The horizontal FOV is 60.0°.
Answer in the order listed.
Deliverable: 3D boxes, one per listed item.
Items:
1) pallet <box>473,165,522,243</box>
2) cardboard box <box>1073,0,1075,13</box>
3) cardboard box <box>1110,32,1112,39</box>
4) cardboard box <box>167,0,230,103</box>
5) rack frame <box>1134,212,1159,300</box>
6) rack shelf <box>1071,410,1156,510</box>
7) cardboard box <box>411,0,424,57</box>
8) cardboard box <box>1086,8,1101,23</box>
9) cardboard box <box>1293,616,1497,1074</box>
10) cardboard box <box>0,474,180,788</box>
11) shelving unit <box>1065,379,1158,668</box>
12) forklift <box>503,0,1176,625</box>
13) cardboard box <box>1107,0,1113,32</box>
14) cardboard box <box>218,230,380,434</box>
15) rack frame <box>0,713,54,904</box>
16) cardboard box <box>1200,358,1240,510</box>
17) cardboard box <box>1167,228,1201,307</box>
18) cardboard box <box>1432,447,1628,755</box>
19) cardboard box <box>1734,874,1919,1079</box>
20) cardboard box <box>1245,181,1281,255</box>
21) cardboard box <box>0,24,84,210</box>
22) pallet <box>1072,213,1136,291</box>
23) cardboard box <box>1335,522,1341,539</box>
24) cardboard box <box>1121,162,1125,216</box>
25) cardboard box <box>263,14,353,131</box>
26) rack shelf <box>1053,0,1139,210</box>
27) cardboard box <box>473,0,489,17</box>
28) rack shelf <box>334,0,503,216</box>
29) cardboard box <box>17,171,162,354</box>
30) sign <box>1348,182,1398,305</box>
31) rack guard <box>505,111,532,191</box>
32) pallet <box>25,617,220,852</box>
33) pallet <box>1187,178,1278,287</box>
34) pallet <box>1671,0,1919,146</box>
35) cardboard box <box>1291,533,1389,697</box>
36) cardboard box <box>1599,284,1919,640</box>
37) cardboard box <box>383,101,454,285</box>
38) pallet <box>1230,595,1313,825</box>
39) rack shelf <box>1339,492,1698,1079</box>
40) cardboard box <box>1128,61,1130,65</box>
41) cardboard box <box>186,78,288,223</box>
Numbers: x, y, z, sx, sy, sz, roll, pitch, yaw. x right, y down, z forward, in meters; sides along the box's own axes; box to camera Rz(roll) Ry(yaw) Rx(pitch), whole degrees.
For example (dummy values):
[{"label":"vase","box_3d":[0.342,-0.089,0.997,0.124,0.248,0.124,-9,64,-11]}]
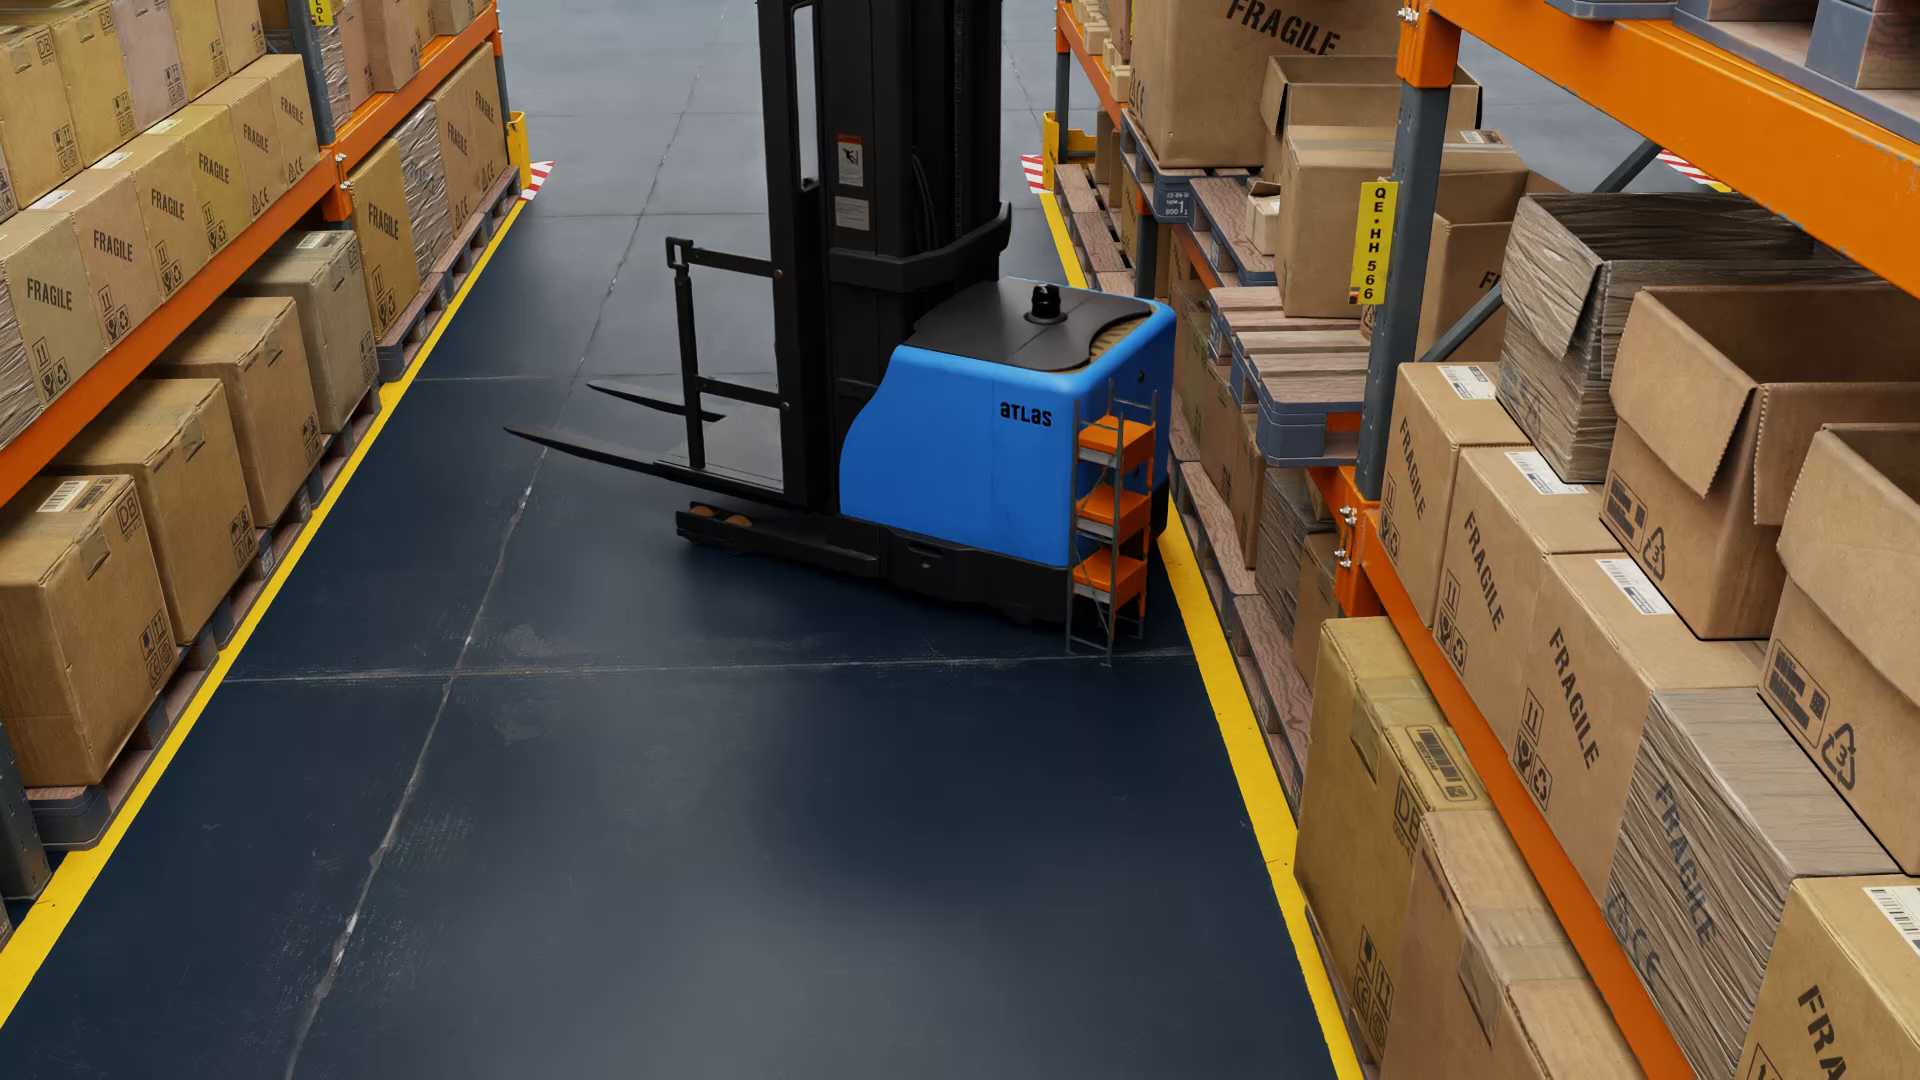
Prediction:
[{"label":"pallet","box_3d":[-3.641,-2.323,11.476,1.003,0.211,1.213,-1,28,-3]},{"label":"cardboard box","box_3d":[0.968,-3.635,11.248,0.380,0.149,0.250,-1,28,-3]},{"label":"cardboard box","box_3d":[1.101,-2.944,9.922,0.380,0.149,0.250,-1,28,-3]},{"label":"cardboard box","box_3d":[-3.492,-2.100,6.844,0.700,0.500,0.500,-2,28,-3]},{"label":"rack frame","box_3d":[1.406,-2.153,8.134,1.000,3.000,0.127,-1,28,-3]},{"label":"rack shelf","box_3d":[0.562,-0.296,6.092,0.215,0.259,0.240,18,32,30]},{"label":"cardboard box","box_3d":[-3.673,-3.064,9.719,0.875,0.550,0.500,-1,28,-3]},{"label":"cardboard box","box_3d":[1.006,-3.289,10.584,0.380,0.149,0.250,-1,28,-3]},{"label":"cardboard box","box_3d":[1.630,0.770,4.374,1.225,0.875,0.875,-3,28,-5]},{"label":"cardboard box","box_3d":[-3.285,0.296,5.418,1.050,0.750,0.750,-2,28,-3]},{"label":"shelving unit","box_3d":[0.561,-0.054,6.218,0.215,1.050,0.252,18,32,30]},{"label":"forklift","box_3d":[-0.649,-1.437,6.836,3.031,2.935,1.130,14,31,25]},{"label":"cardboard box","box_3d":[1.342,-3.230,9.770,0.875,0.500,0.500,-1,28,-3]},{"label":"cardboard box","box_3d":[-3.430,-0.984,7.871,1.050,0.750,0.750,-2,28,-3]},{"label":"rack frame","box_3d":[-3.343,-0.232,4.452,1.000,3.000,0.127,-1,28,-3]},{"label":"cardboard box","box_3d":[1.452,-0.476,7.147,0.700,0.500,0.500,-4,28,-7]},{"label":"cardboard box","box_3d":[1.425,-1.416,8.970,0.500,0.500,0.500,-2,28,-4]},{"label":"cardboard box","box_3d":[1.398,0.119,3.669,0.500,0.500,0.500,-2,28,-4]},{"label":"cardboard box","box_3d":[1.474,0.818,2.329,0.500,0.500,0.500,-2,28,-3]},{"label":"cardboard box","box_3d":[1.258,-1.196,5.990,0.396,0.266,0.258,-2,28,-4]},{"label":"cardboard box","box_3d":[-3.414,-1.398,5.497,0.700,0.500,0.500,-2,28,-3]},{"label":"pallet","box_3d":[1.269,-1.790,10.454,1.003,0.211,1.213,-1,28,-3]},{"label":"cardboard box","box_3d":[1.550,-0.033,5.487,0.500,0.250,0.500,0,28,-1]},{"label":"cardboard box","box_3d":[1.292,-2.224,10.520,0.500,0.500,0.500,1,28,2]},{"label":"cardboard box","box_3d":[-3.584,-2.316,8.285,0.875,0.550,0.550,-1,28,-3]},{"label":"rack shelf","box_3d":[1.302,-2.757,10.071,1.077,0.370,4.000,-1,28,-3]},{"label":"cardboard box","box_3d":[-3.697,-3.823,11.174,0.875,0.550,0.550,-1,28,-3]},{"label":"rack shelf","box_3d":[-3.657,-2.684,9.931,1.077,0.370,4.000,-1,28,-3]},{"label":"cardboard box","box_3d":[-3.153,-0.958,5.735,0.500,0.500,0.500,-1,28,-3]},{"label":"sign","box_3d":[1.074,-0.766,4.309,0.100,0.325,0.005,-1,28,-3]},{"label":"rack guard","box_3d":[-3.762,-2.829,12.134,1.175,0.500,0.348,-1,28,-3]},{"label":"pallet","box_3d":[-3.309,0.638,5.798,1.003,0.211,1.213,-1,28,-3]},{"label":"pallet","box_3d":[1.471,-1.133,6.387,1.003,0.211,1.213,-1,28,-3]},{"label":"pallet","box_3d":[1.763,-0.739,2.384,1.003,0.211,1.213,0,28,0]},{"label":"cardboard box","box_3d":[1.560,0.299,5.660,0.700,0.500,0.500,-3,28,-5]},{"label":"cardboard box","box_3d":[1.668,-0.155,3.111,0.797,0.503,0.637,-1,28,-1]},{"label":"cardboard box","box_3d":[-3.566,-2.032,9.746,0.875,0.875,0.875,-1,28,-2]},{"label":"pallet","box_3d":[1.576,0.570,5.929,1.003,0.211,1.213,-1,28,-3]},{"label":"rack shelf","box_3d":[1.719,0.937,2.987,1.077,0.370,4.000,-1,28,-3]},{"label":"cardboard box","box_3d":[1.139,-2.597,9.258,0.380,0.149,0.250,-1,28,-3]},{"label":"cardboard box","box_3d":[-3.232,-1.656,7.073,0.500,0.500,0.500,-2,28,-3]}]
